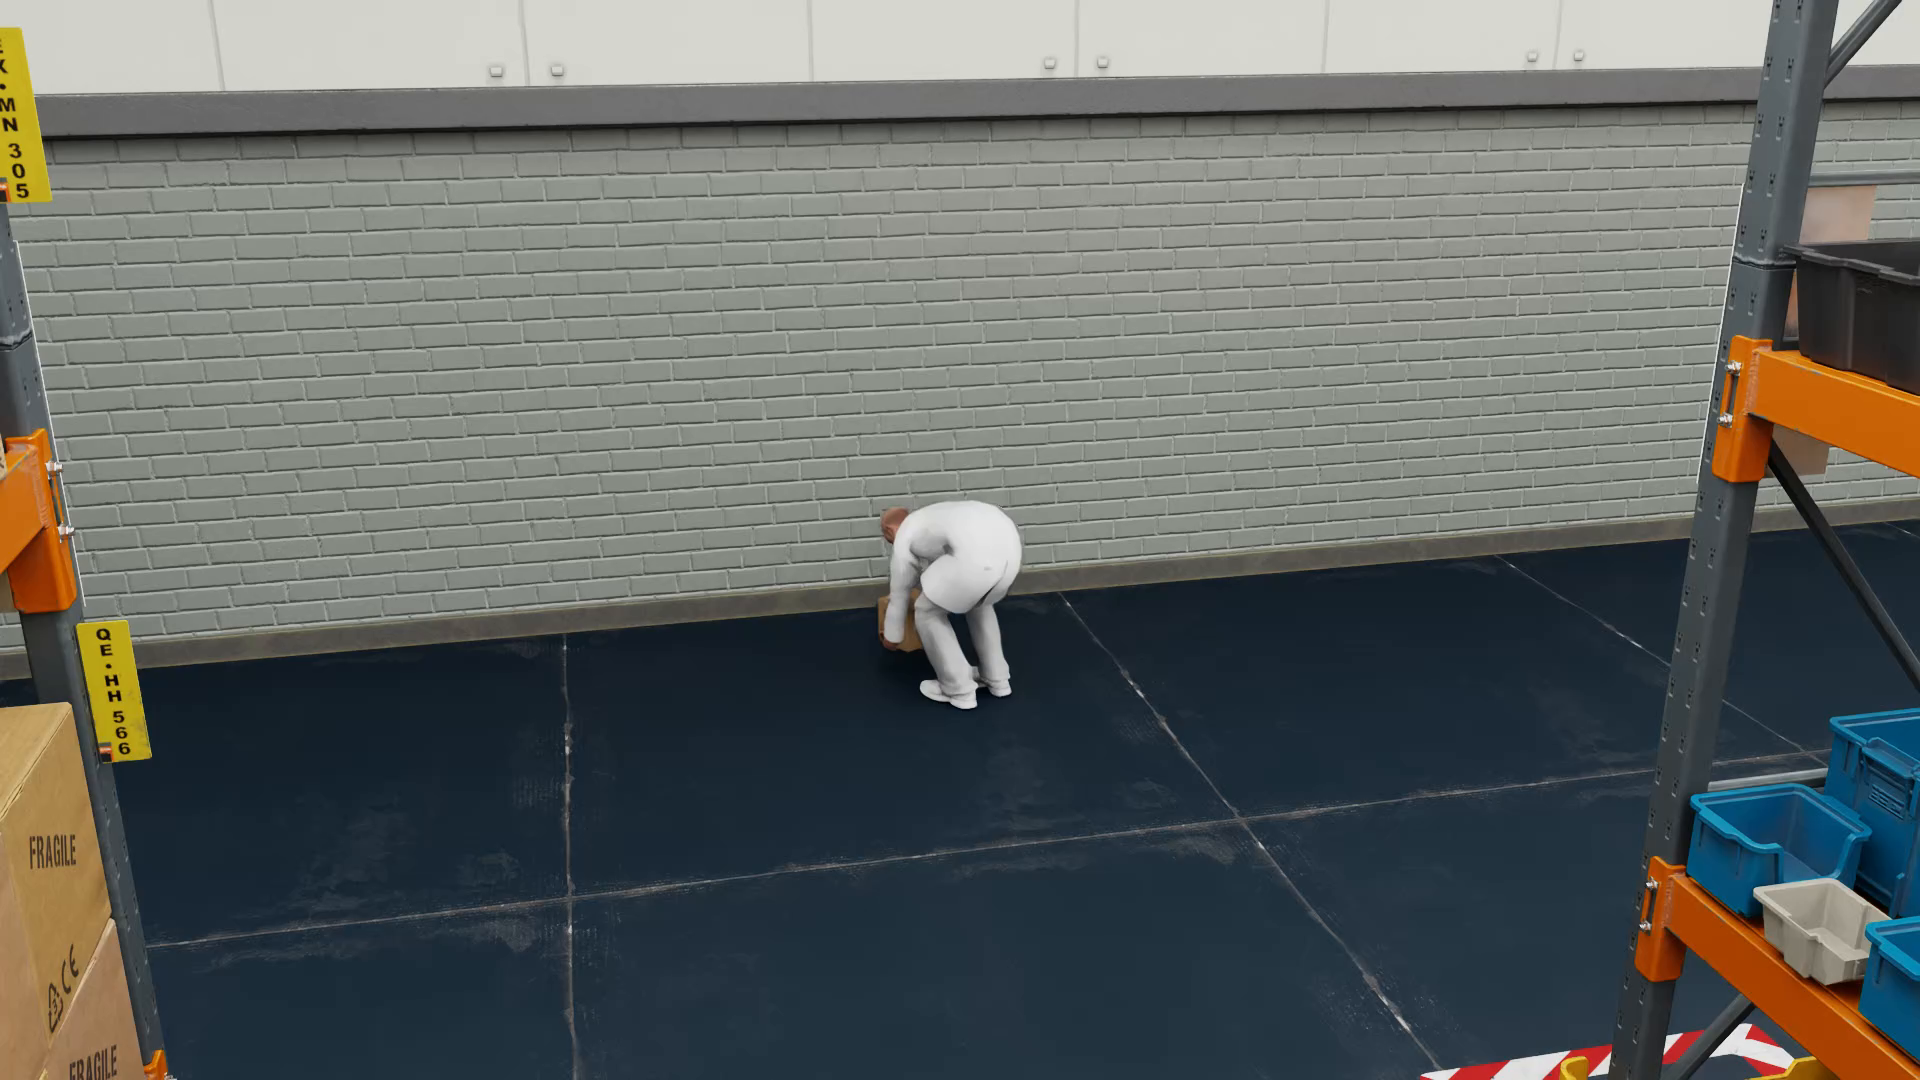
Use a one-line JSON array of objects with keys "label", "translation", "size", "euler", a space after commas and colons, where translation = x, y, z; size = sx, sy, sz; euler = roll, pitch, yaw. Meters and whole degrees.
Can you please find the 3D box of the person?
[{"label": "person", "translation": [-0.087, 0.277, 8.876], "size": [0.584, 1.065, 0.947], "euler": [-18, 26, -41]}]
